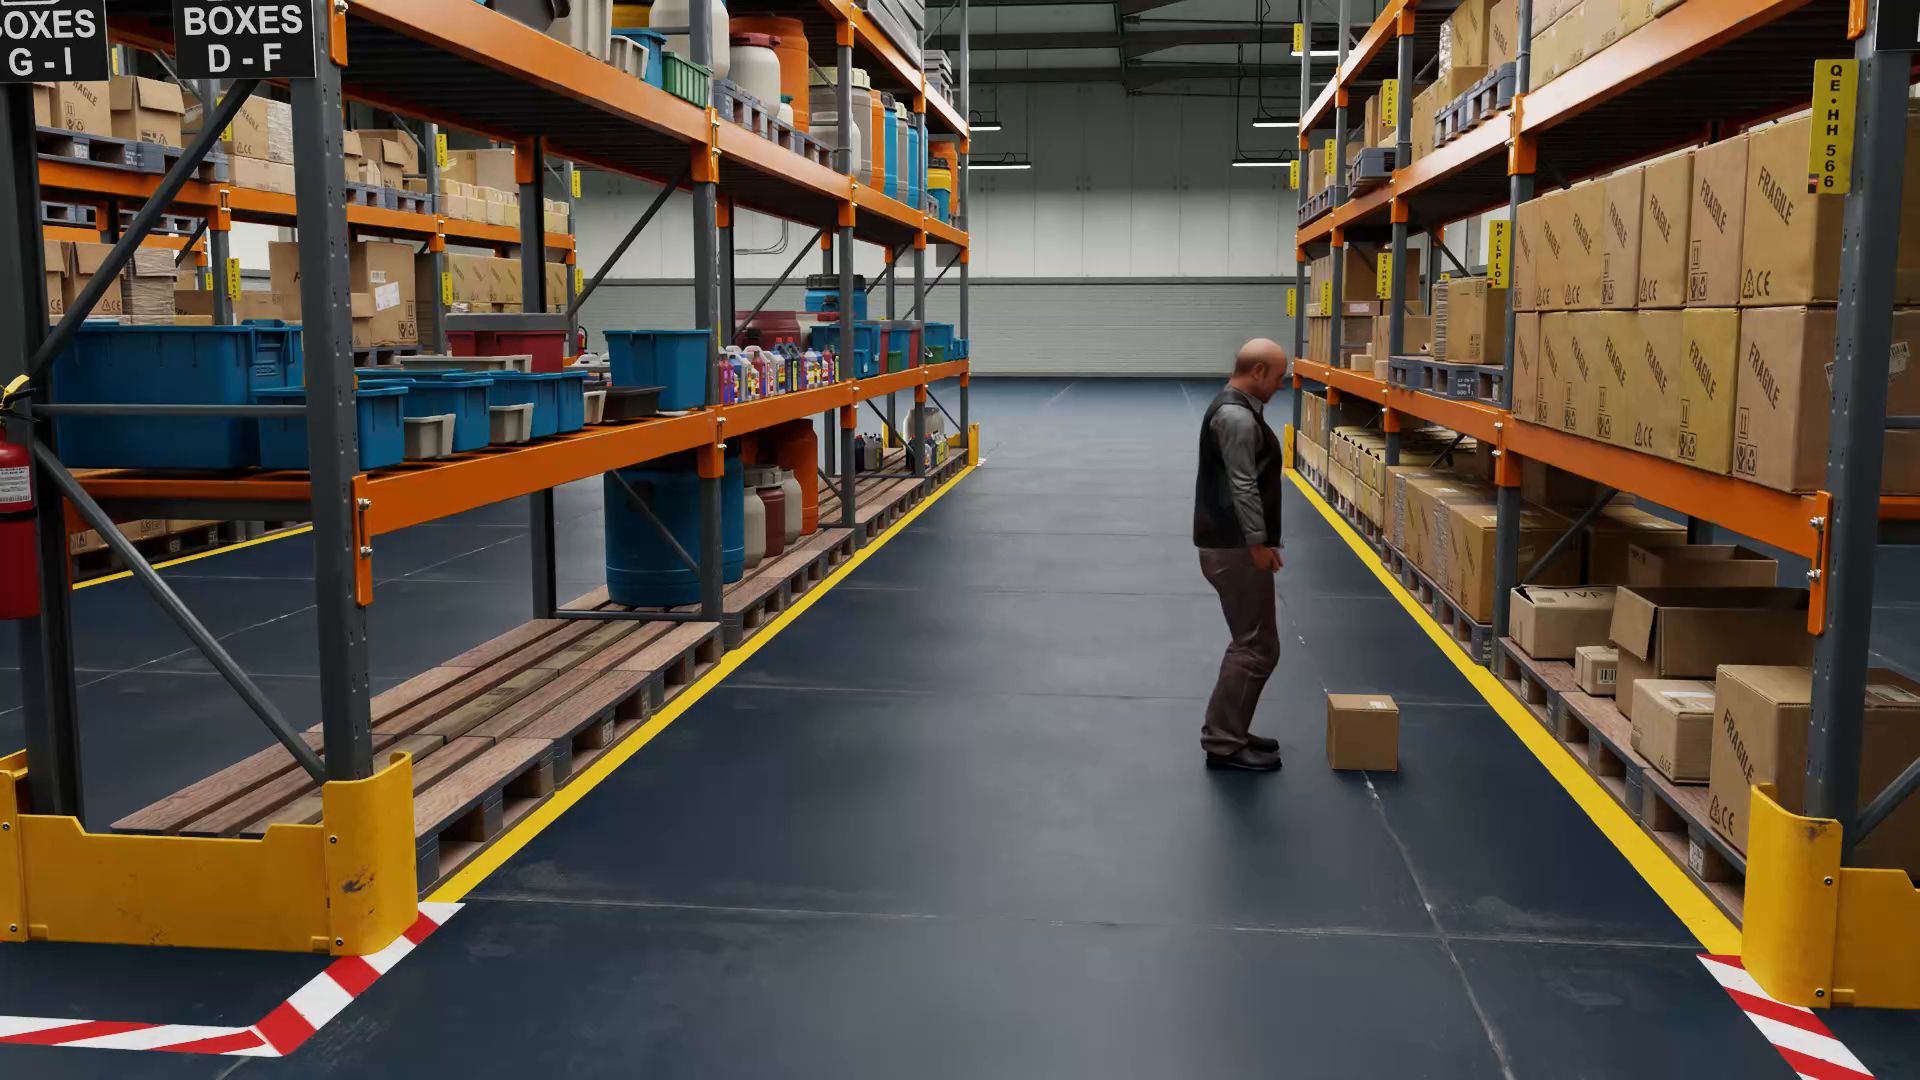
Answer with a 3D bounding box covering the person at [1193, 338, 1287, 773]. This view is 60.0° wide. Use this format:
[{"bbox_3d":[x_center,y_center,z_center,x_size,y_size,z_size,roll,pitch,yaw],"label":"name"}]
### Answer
[{"bbox_3d":[1.121,0.047,6.654,0.378,1.697,0.546,1,8,8],"label":"person"}]
